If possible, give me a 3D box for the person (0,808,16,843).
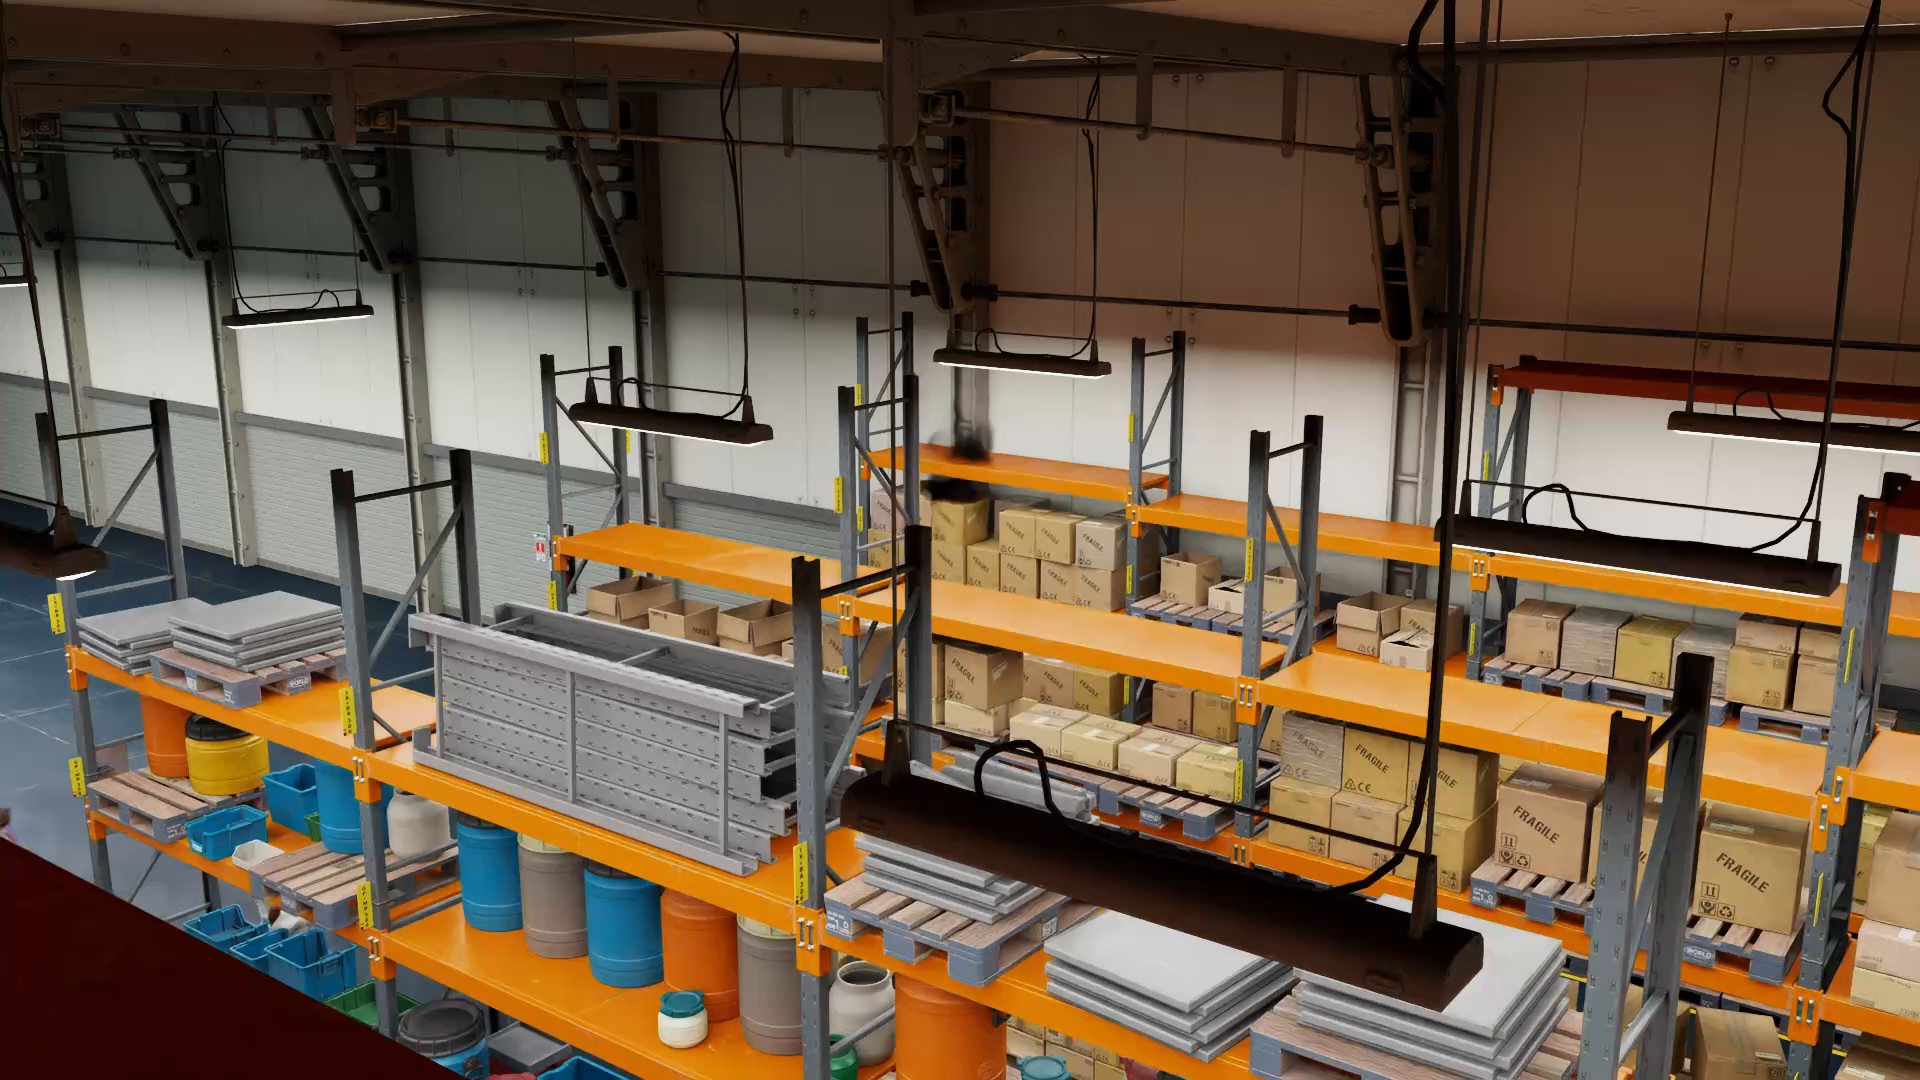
[{"bbox_3d":[-9.692,3.467,16.920,0.603,1.559,0.566,-6,14,-23],"label":"person"}]

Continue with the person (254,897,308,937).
[{"bbox_3d":[-6.455,3.607,15.756,0.958,1.772,0.742,3,13,14],"label":"person"}]
